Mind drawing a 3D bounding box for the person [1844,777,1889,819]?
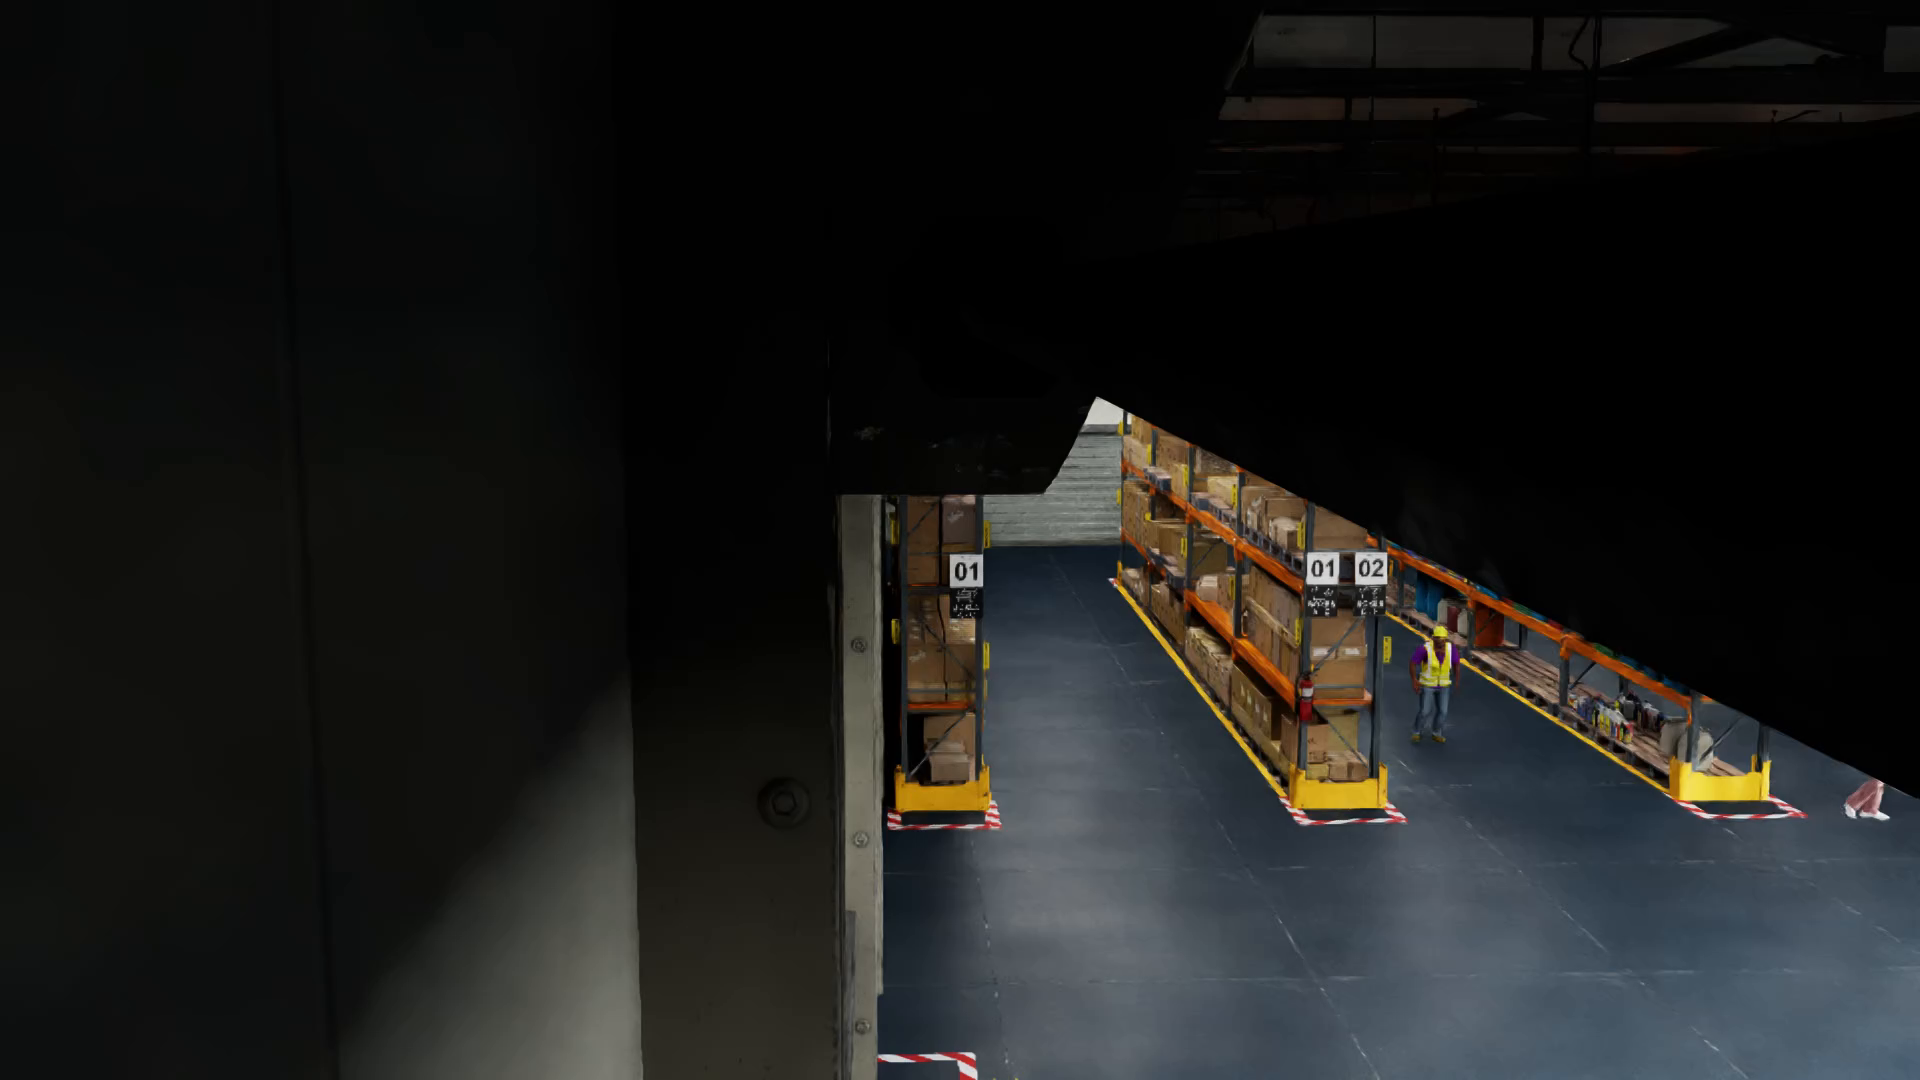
[{"bbox_3d":[11.006,2.563,20.048,0.617,1.664,0.477,-8,11,-42],"label":"person"}]

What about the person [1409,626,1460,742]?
[{"bbox_3d":[6.706,2.040,23.502,0.701,1.713,0.578,0,8,-3],"label":"person"}]
